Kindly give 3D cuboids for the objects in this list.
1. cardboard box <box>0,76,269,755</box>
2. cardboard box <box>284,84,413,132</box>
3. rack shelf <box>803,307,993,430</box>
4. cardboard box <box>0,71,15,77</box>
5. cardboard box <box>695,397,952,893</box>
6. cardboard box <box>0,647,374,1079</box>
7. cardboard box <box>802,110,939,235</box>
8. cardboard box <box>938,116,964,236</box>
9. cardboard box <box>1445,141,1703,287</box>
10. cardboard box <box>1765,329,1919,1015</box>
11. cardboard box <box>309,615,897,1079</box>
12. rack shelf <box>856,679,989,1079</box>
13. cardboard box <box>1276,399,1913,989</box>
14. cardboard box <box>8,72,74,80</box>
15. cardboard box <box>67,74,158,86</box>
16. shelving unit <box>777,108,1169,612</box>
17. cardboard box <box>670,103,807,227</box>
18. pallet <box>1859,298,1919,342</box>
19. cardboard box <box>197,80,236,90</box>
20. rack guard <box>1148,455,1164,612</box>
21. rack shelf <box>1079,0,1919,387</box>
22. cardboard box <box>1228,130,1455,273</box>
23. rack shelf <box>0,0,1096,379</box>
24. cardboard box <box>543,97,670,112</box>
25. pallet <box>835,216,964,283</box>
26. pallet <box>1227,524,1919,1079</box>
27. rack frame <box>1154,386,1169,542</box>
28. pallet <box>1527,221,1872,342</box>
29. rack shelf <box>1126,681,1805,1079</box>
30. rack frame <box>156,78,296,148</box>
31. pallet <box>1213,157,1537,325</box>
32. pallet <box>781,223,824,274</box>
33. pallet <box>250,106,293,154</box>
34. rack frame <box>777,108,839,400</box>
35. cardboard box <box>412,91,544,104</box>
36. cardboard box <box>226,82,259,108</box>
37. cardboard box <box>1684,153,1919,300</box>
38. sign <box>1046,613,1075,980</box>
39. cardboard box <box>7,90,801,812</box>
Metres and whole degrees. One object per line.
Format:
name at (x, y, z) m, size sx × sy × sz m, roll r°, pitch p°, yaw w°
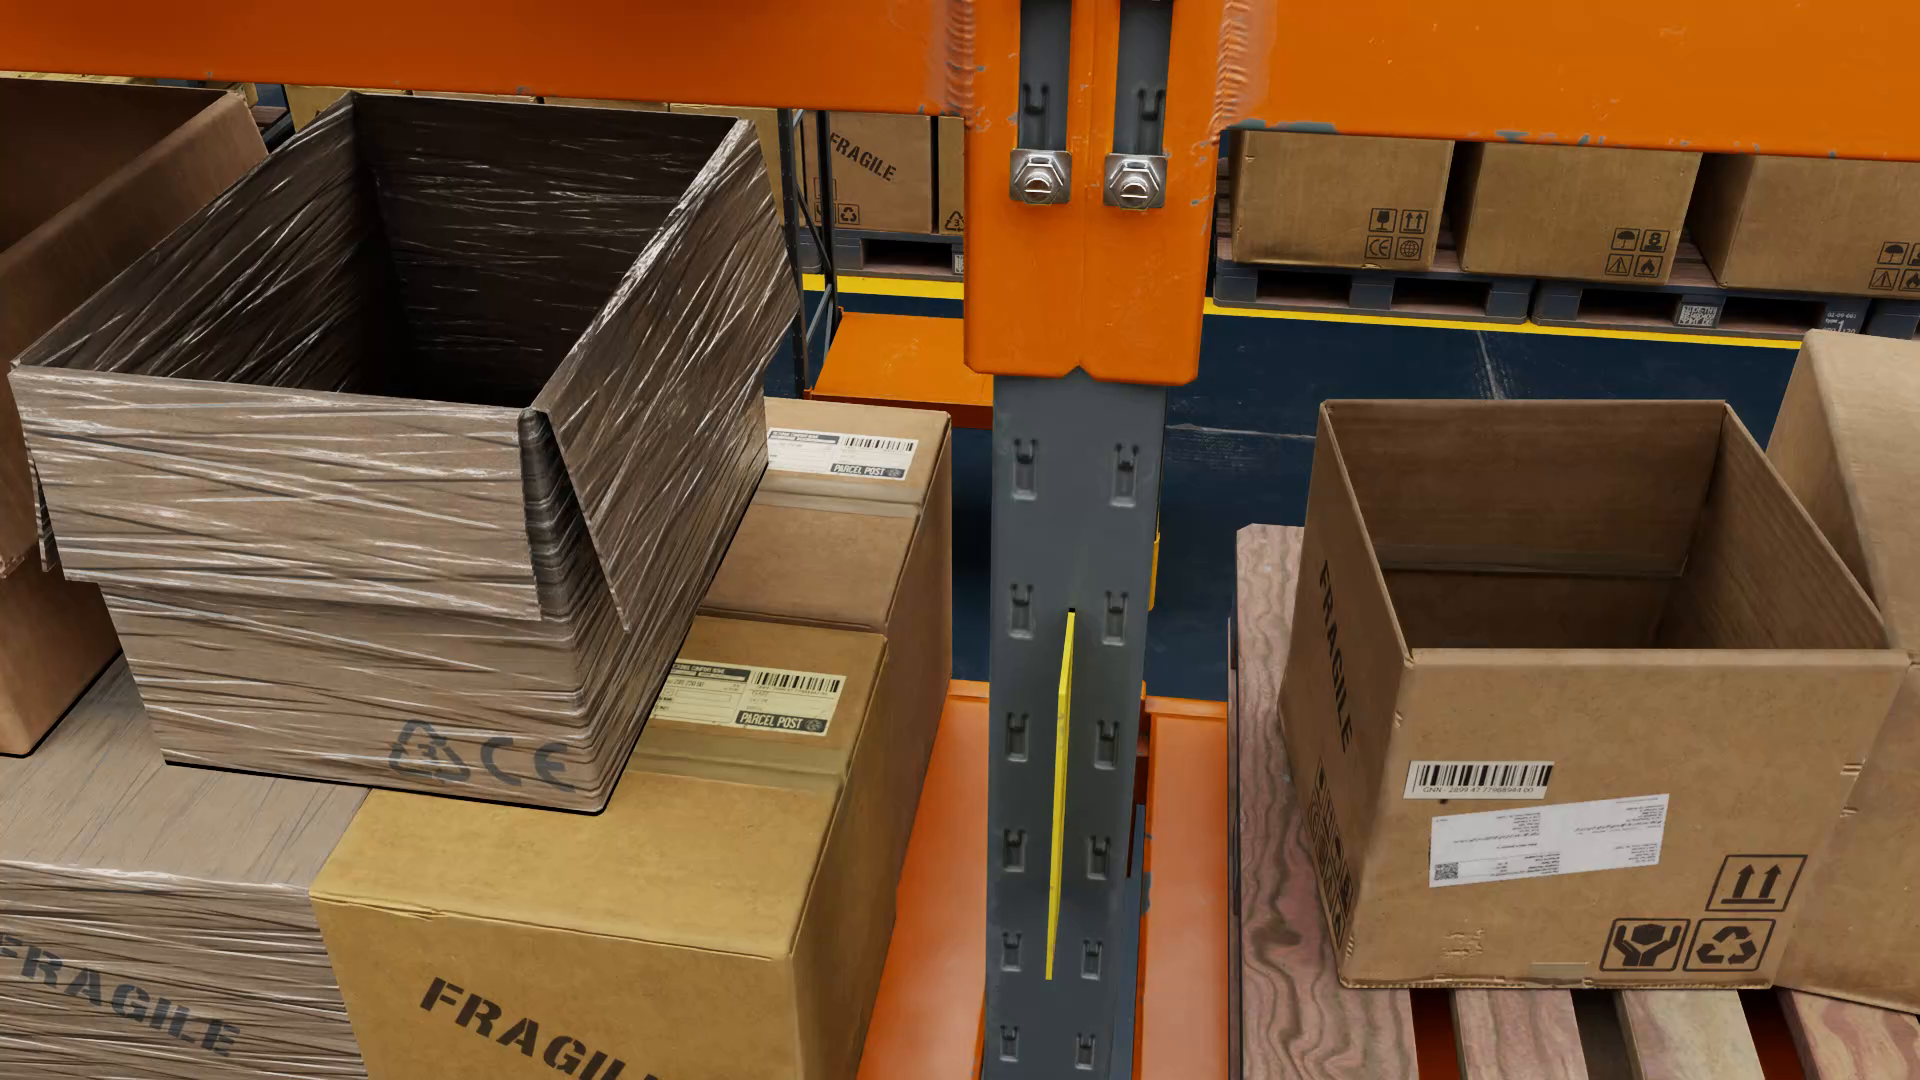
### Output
cardboard box at (-1.220, -0.194, 1.991) m, size 0.637 × 0.503 × 0.797 m, roll 5°, pitch 36°, yaw 7°
cardboard box at (-2.387, -1.724, 6.874) m, size 0.500 × 0.500 × 0.500 m, roll 6°, pitch 36°, yaw 8°
rack shelf at (0.085, -0.458, 4.910) m, size 1.000 × 0.185 × 0.538 m, roll 4°, pitch 36°, yaw 6°
cardboard box at (-3.978, -1.918, 6.936) m, size 0.250 × 0.149 × 0.380 m, roll 4°, pitch 36°, yaw 6°
cardboard box at (-0.298, 0.134, 2.393) m, size 0.500 × 0.500 × 0.500 m, roll 5°, pitch 36°, yaw 7°
cardboard box at (-0.865, 0.393, 2.031) m, size 0.500 × 0.500 × 0.500 m, roll 4°, pitch 36°, yaw 6°
cardboard box at (-0.319, -1.575, 6.664) m, size 0.500 × 0.500 × 0.500 m, roll 6°, pitch 36°, yaw 8°
cardboard box at (0.195, -1.534, 6.608) m, size 0.500 × 0.500 × 0.500 m, roll 4°, pitch 36°, yaw 6°
cardboard box at (2.342, -1.578, 6.454) m, size 0.750 × 0.750 × 1.050 m, roll 5°, pitch 36°, yaw 7°
cardboard box at (1.257, 0.157, 2.001) m, size 0.500 × 0.500 × 0.700 m, roll 9°, pitch 37°, yaw 13°
cardboard box at (-0.372, 0.433, 1.975) m, size 0.500 × 0.500 × 0.500 m, roll 5°, pitch 36°, yaw 7°
rack shelf at (-1.834, 0.513, 2.569) m, size 4.000 × 0.370 × 1.077 m, roll 4°, pitch 36°, yaw 6°
cardboard box at (0.690, 0.173, 1.978) m, size 0.500 × 0.500 × 0.500 m, roll 0°, pitch 36°, yaw 0°
cardboard box at (-3.731, -1.904, 6.916) m, size 0.250 × 0.149 × 0.380 m, roll 5°, pitch 36°, yaw 7°
cardboard box at (-3.472, -1.908, 6.921) m, size 0.250 × 0.149 × 0.380 m, roll 5°, pitch 36°, yaw 7°
shelving unit at (0.076, -0.605, 4.806) m, size 1.083 × 1.500 × 0.587 m, roll 4°, pitch 36°, yaw 6°
cardboard box at (-0.846, -1.604, 6.706) m, size 0.500 × 0.500 × 0.500 m, roll 3°, pitch 36°, yaw 4°
pallet at (4.074, -1.065, 6.561) m, size 1.213 × 0.211 × 1.003 m, roll 4°, pitch 36°, yaw 6°
cardboard box at (-3.405, -2.121, 7.477) m, size 0.250 × 0.149 × 0.380 m, roll 6°, pitch 36°, yaw 8°
rack guard at (0.570, -0.059, 5.118) m, size 0.087 × 0.250 × 0.587 m, roll 4°, pitch 36°, yaw 6°
rack shelf at (2.133, -0.412, 1.283) m, size 4.000 × 0.370 × 1.077 m, roll 4°, pitch 36°, yaw 6°
cardboard box at (1.474, -1.641, 6.542) m, size 0.750 × 0.750 × 1.050 m, roll 4°, pitch 36°, yaw 5°
rack shelf at (-1.834, -0.708, 1.697) m, size 4.000 × 0.370 × 1.077 m, roll 4°, pitch 36°, yaw 6°
cardboard box at (-1.341, -1.655, 6.778) m, size 0.500 × 0.500 × 0.500 m, roll 5°, pitch 36°, yaw 7°
pallet at (0.107, -1.406, 7.039) m, size 1.213 × 0.211 × 1.003 m, roll 4°, pitch 36°, yaw 6°
pallet at (0.870, 0.437, 2.220) m, size 1.003 × 0.211 × 1.213 m, roll 4°, pitch 36°, yaw 6°
rack frame at (0.589, -0.567, 4.753) m, size 0.032 × 1.500 × 0.500 m, roll 4°, pitch 36°, yaw 6°
pallet at (2.860, -1.154, 6.685) m, size 1.213 × 0.211 × 1.003 m, roll 4°, pitch 36°, yaw 6°
rack shelf at (2.133, 0.809, 2.154) m, size 4.000 × 0.370 × 1.077 m, roll 4°, pitch 36°, yaw 6°
rack frame at (-3.086, -2.778, 6.561) m, size 0.127 × 3.000 × 1.000 m, roll 4°, pitch 36°, yaw 6°
pallet at (1.654, -1.246, 6.814) m, size 1.213 × 0.211 × 1.003 m, roll 4°, pitch 36°, yaw 6°
pallet at (-1.100, -1.498, 7.167) m, size 1.213 × 0.211 × 1.003 m, roll 4°, pitch 36°, yaw 6°
pallet at (-3.757, -1.673, 7.412) m, size 1.213 × 0.211 × 1.003 m, roll 4°, pitch 36°, yaw 6°
rack frame at (-0.420, -0.642, 4.858) m, size 0.032 × 1.500 × 0.500 m, roll 4°, pitch 36°, yaw 6°
cardboard box at (-1.862, -1.686, 6.821) m, size 0.500 × 0.500 × 0.500 m, roll 6°, pitch 36°, yaw 8°
cardboard box at (-3.406, -2.001, 7.564) m, size 0.250 × 0.149 × 0.380 m, roll 3°, pitch 36°, yaw 4°
cardboard box at (3.265, -1.509, 6.358) m, size 0.750 × 0.750 × 1.050 m, roll 4°, pitch 36°, yaw 6°
sign at (0.082, 0.217, 1.368) m, size 0.005 × 0.325 × 0.100 m, roll 4°, pitch 36°, yaw 6°
cardboard box at (-0.574, -0.145, 1.921) m, size 0.637 × 0.503 × 0.797 m, roll 5°, pitch 36°, yaw 8°
